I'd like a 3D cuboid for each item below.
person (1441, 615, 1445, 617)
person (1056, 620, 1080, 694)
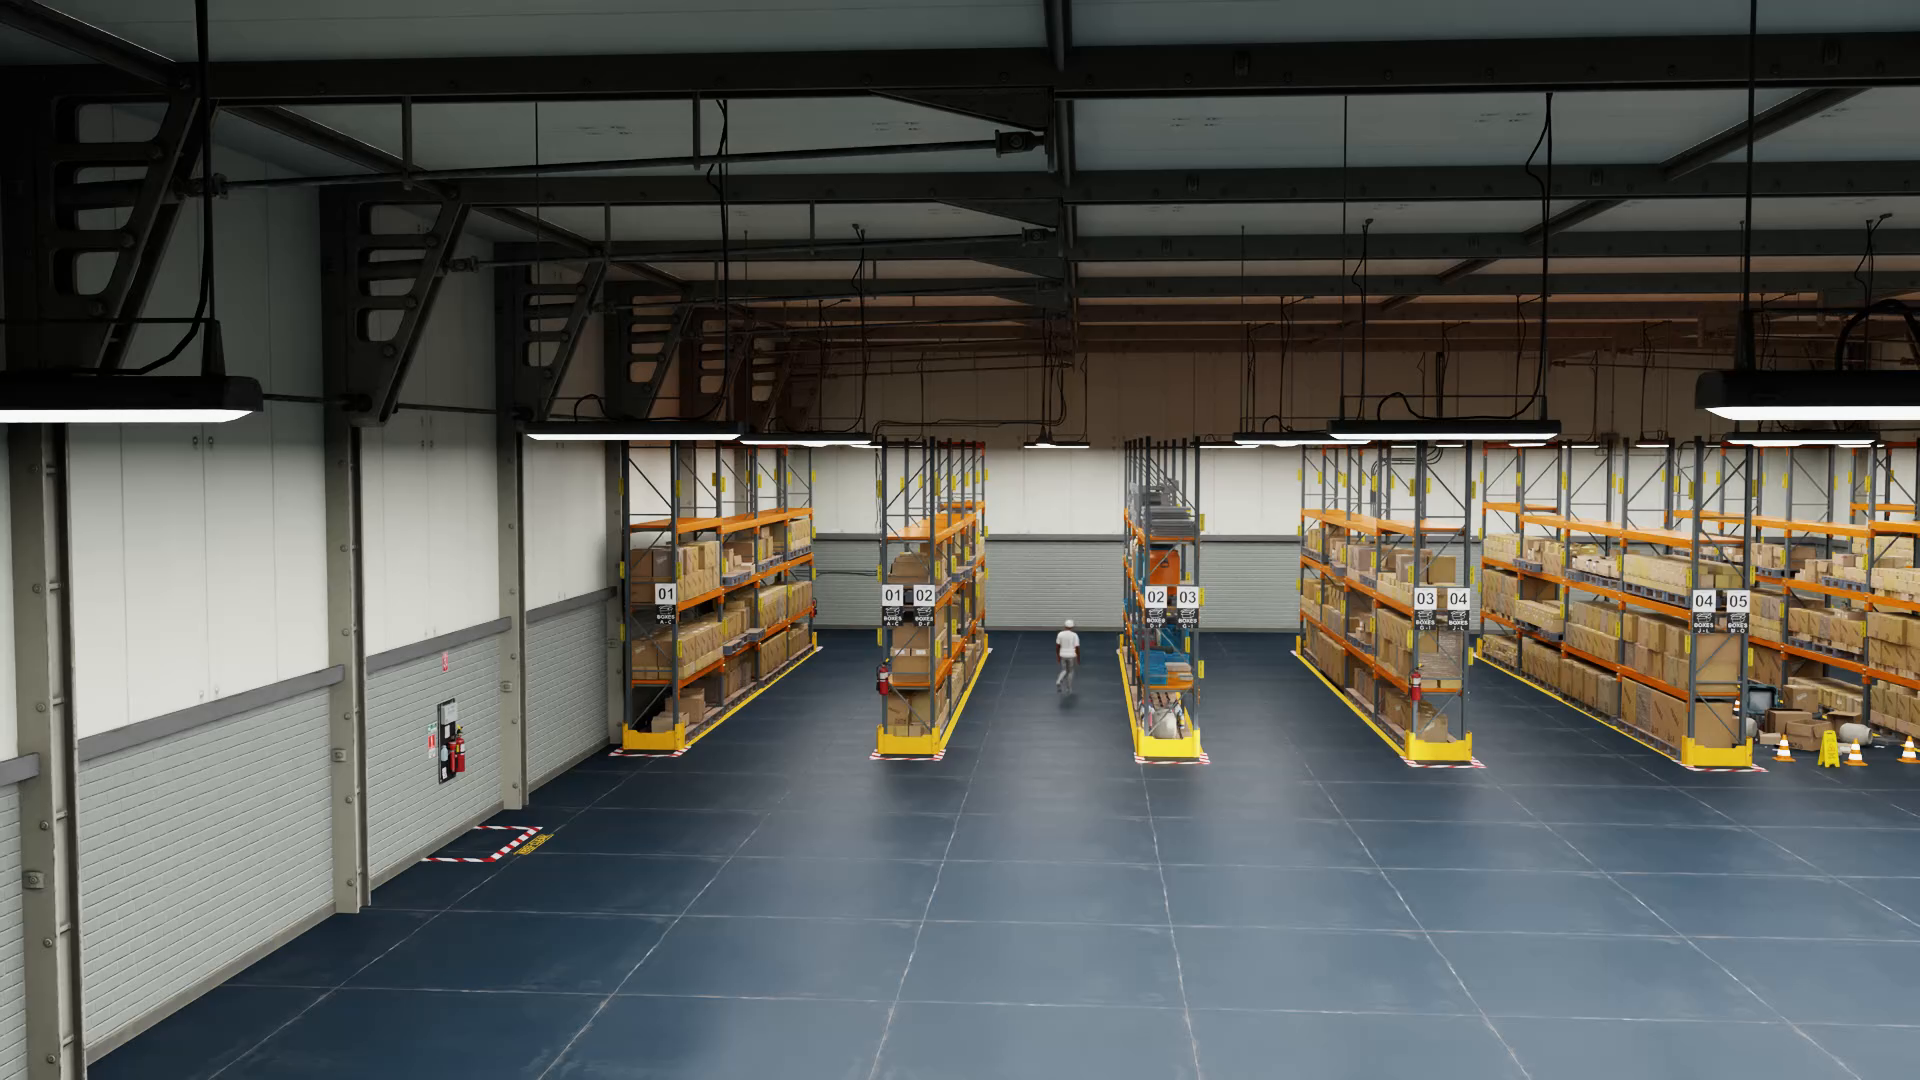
[{"bbox_3d":[12.656,2.494,44.246,0.432,1.737,0.545,-2,4,-34],"label":"person"},{"bbox_3d":[2.532,2.743,39.032,0.574,1.757,0.602,3,4,40],"label":"person"}]
